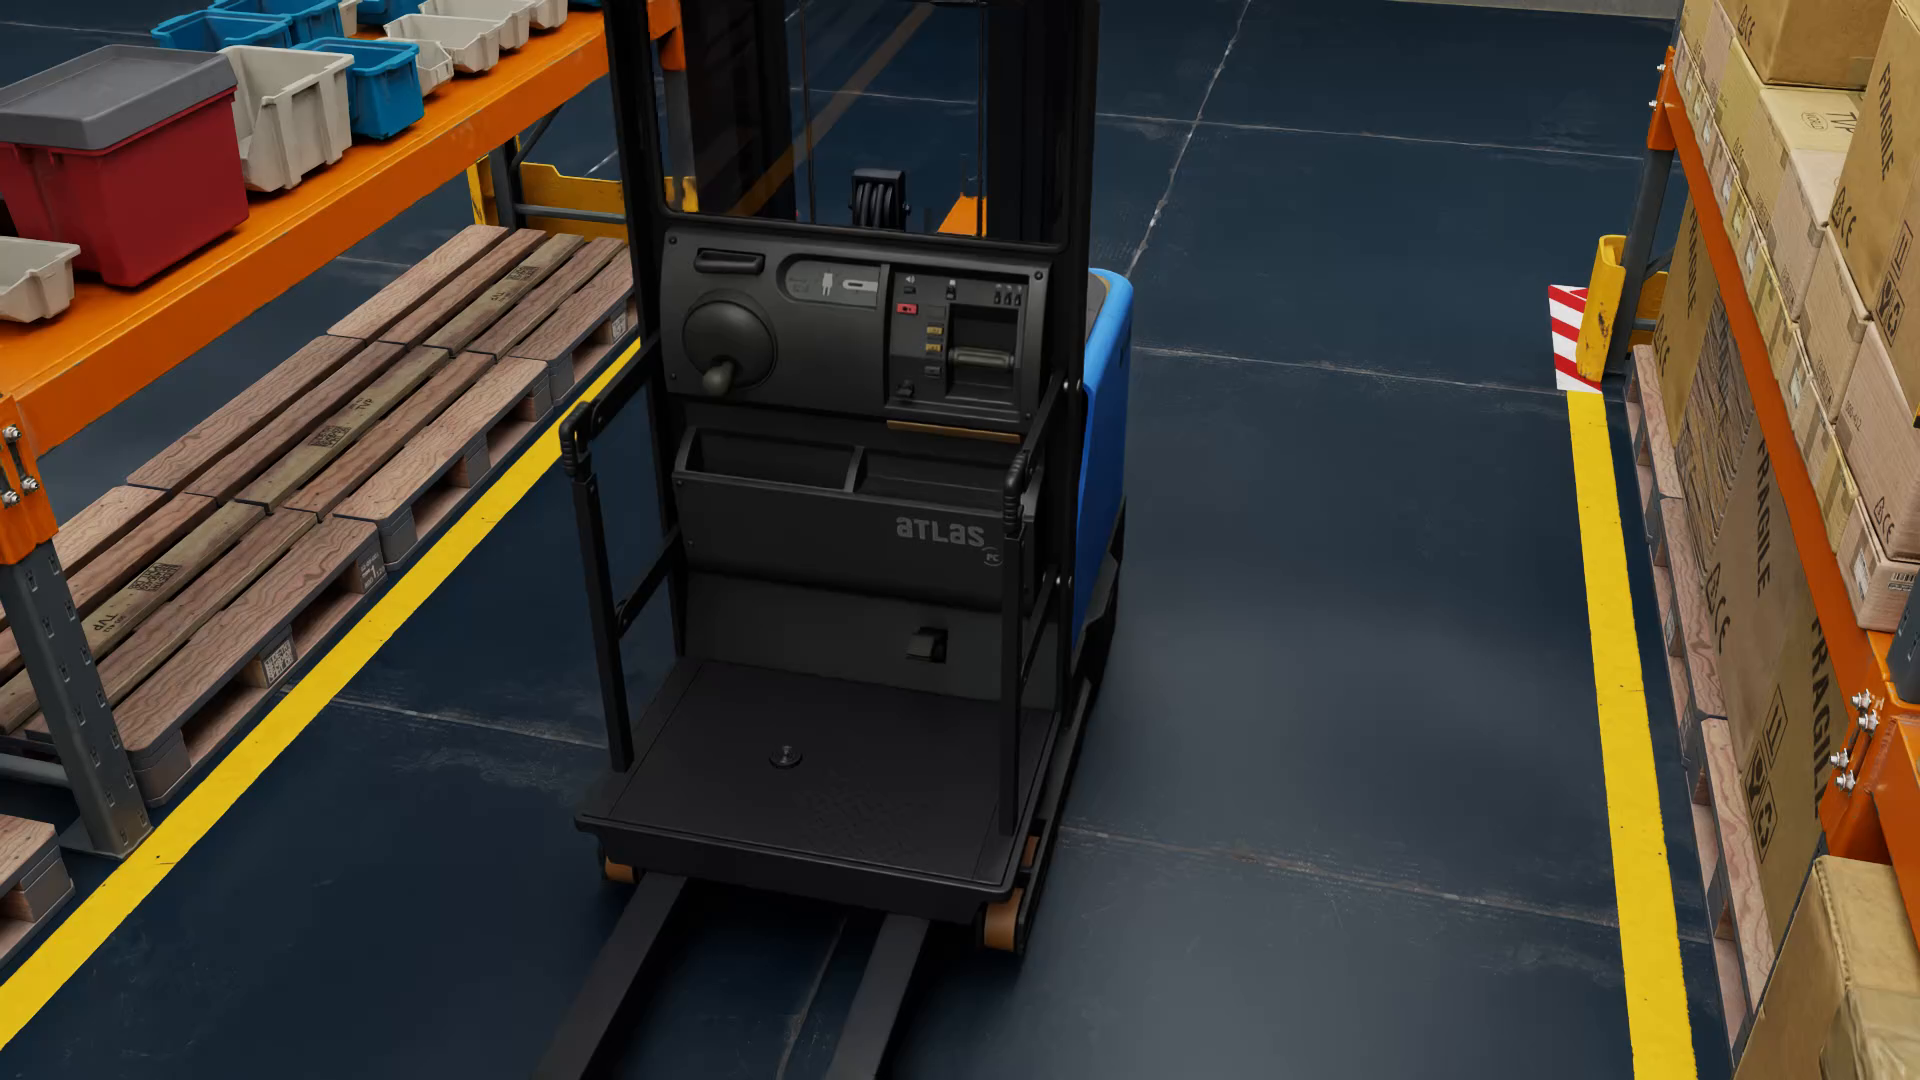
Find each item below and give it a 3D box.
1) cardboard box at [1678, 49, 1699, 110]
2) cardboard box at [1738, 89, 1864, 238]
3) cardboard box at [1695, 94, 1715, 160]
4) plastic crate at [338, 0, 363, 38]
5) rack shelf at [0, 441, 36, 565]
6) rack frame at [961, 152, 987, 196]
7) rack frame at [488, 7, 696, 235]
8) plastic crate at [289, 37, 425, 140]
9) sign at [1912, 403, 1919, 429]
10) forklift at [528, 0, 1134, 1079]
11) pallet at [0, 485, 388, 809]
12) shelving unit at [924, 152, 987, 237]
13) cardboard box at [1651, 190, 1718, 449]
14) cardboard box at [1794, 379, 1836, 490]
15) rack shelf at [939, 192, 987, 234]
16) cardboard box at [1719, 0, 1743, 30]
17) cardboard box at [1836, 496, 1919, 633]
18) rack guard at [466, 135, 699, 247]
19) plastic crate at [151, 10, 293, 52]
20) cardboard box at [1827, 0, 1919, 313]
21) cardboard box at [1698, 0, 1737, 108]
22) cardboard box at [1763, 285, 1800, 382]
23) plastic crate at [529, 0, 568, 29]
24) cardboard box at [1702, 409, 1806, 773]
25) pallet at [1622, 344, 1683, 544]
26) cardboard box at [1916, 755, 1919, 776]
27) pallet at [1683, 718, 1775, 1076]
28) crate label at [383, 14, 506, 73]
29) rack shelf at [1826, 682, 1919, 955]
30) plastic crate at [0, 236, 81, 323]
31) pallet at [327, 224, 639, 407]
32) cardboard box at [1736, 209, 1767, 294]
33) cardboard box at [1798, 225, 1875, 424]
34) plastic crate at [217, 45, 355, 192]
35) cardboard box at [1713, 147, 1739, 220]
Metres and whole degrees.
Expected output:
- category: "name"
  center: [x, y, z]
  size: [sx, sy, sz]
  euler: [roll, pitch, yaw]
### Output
- category: "cardboard box"
  center: [2.651, -1.535, 5.603]
  size: [0.380, 0.149, 0.250]
  euler: [8, 33, 12]
- category: "cardboard box"
  center: [2.357, -0.961, 4.328]
  size: [0.500, 0.250, 0.500]
  euler: [7, 33, 11]
- category: "cardboard box"
  center: [2.521, -1.267, 5.180]
  size: [0.380, 0.149, 0.250]
  euler: [8, 33, 12]
- category: "plastic crate"
  center: [-2.382, -1.911, 6.151]
  size: [0.250, 0.136, 0.298]
  euler: [8, 33, 12]
- category: "rack shelf"
  center: [-3.190, 0.829, 2.320]
  size: [1.077, 0.370, 4.000]
  euler: [8, 33, 12]
- category: "rack frame"
  center: [0.123, -0.769, 5.841]
  size: [0.240, 1.200, 0.015]
  euler: [7, 33, 11]
- category: "rack frame"
  center: [-1.667, -2.588, 7.025]
  size: [1.000, 3.000, 0.127]
  euler: [8, 33, 12]
- category: "plastic crate"
  center: [-1.940, -1.442, 5.322]
  size: [0.416, 0.233, 0.300]
  euler: [8, 33, 12]
- category: "sign"
  center: [1.571, -0.311, 2.563]
  size: [0.100, 0.325, 0.005]
  euler: [8, 33, 12]
- category: "forklift"
  center: [-0.304, -0.441, 3.712]
  size: [1.130, 2.935, 3.031]
  euler: [7, 33, 11]
- category: "pallet"
  center: [-2.533, 0.278, 5.116]
  size: [1.003, 0.211, 1.213]
  euler: [8, 33, 12]
- category: "shelving unit"
  center: [0.065, -0.642, 5.641]
  size: [0.258, 1.200, 0.503]
  euler: [7, 33, 11]
- category: "cardboard box"
  center: [3.039, -0.851, 5.882]
  size: [0.875, 0.875, 0.875]
  euler: [8, 33, 12]
- category: "cardboard box"
  center: [2.000, -0.201, 3.505]
  size: [0.380, 0.149, 0.250]
  euler: [7, 33, 12]
- category: "rack shelf"
  center: [0.065, -0.973, 5.430]
  size: [0.258, 0.148, 0.480]
  euler: [7, 33, 11]
- category: "cardboard box"
  center: [2.614, -1.820, 4.981]
  size: [0.500, 0.500, 0.500]
  euler: [7, 33, 11]
- category: "cardboard box"
  center: [1.869, 0.065, 3.085]
  size: [0.380, 0.149, 0.250]
  euler: [8, 33, 13]
- category: "rack guard"
  center: [-1.674, -1.547, 7.718]
  size: [1.175, 0.500, 0.348]
  euler: [8, 33, 12]
- category: "plastic crate"
  center: [-2.458, -1.620, 5.603]
  size: [0.416, 0.233, 0.300]
  euler: [8, 33, 12]
- category: "cardboard box"
  center: [2.098, -0.751, 3.299]
  size: [0.500, 0.500, 0.500]
  euler: [8, 33, 13]
- category: "cardboard box"
  center: [2.615, -1.493, 5.165]
  size: [0.500, 0.250, 0.500]
  euler: [8, 33, 12]
- category: "cardboard box"
  center: [2.130, -0.469, 3.926]
  size: [0.380, 0.149, 0.250]
  euler: [9, 33, 13]
- category: "plastic crate"
  center: [-1.699, -2.054, 6.375]
  size: [0.396, 0.136, 0.243]
  euler: [8, 33, 12]
- category: "cardboard box"
  center: [2.582, 0.083, 4.413]
  size: [0.875, 0.875, 0.875]
  euler: [8, 33, 12]
- category: "pallet"
  center: [2.997, -0.311, 6.043]
  size: [1.003, 0.211, 1.213]
  euler: [8, 33, 12]
- category: "cardboard box"
  center: [1.750, 0.325, 2.350]
  size: [0.500, 0.500, 0.500]
  euler: [8, 33, 13]
- category: "pallet"
  center: [2.377, 0.955, 4.051]
  size: [1.003, 0.211, 1.213]
  euler: [8, 33, 12]
- category: "crate label"
  center: [-1.833, -1.758, 5.909]
  size: [0.396, 0.136, 0.243]
  euler: [8, 33, 12]
- category: "rack shelf"
  center: [1.601, 1.504, 1.259]
  size: [1.077, 0.370, 4.000]
  euler: [8, 33, 12]
- category: "plastic crate"
  center: [-2.426, -0.648, 4.164]
  size: [0.396, 0.136, 0.243]
  euler: [8, 33, 12]
- category: "pallet"
  center: [-1.914, -0.988, 7.108]
  size: [1.003, 0.211, 1.213]
  euler: [8, 33, 12]
- category: "cardboard box"
  center: [2.261, -0.734, 4.342]
  size: [0.380, 0.149, 0.250]
  euler: [9, 33, 13]
- category: "cardboard box"
  center: [2.096, -0.434, 3.499]
  size: [0.500, 0.250, 0.500]
  euler: [9, 34, 14]
- category: "plastic crate"
  center: [-2.116, -1.255, 4.982]
  size: [0.437, 0.282, 0.530]
  euler: [8, 33, 12]
- category: "cardboard box"
  center: [2.391, -1.001, 4.762]
  size: [0.380, 0.149, 0.250]
  euler: [8, 33, 12]
